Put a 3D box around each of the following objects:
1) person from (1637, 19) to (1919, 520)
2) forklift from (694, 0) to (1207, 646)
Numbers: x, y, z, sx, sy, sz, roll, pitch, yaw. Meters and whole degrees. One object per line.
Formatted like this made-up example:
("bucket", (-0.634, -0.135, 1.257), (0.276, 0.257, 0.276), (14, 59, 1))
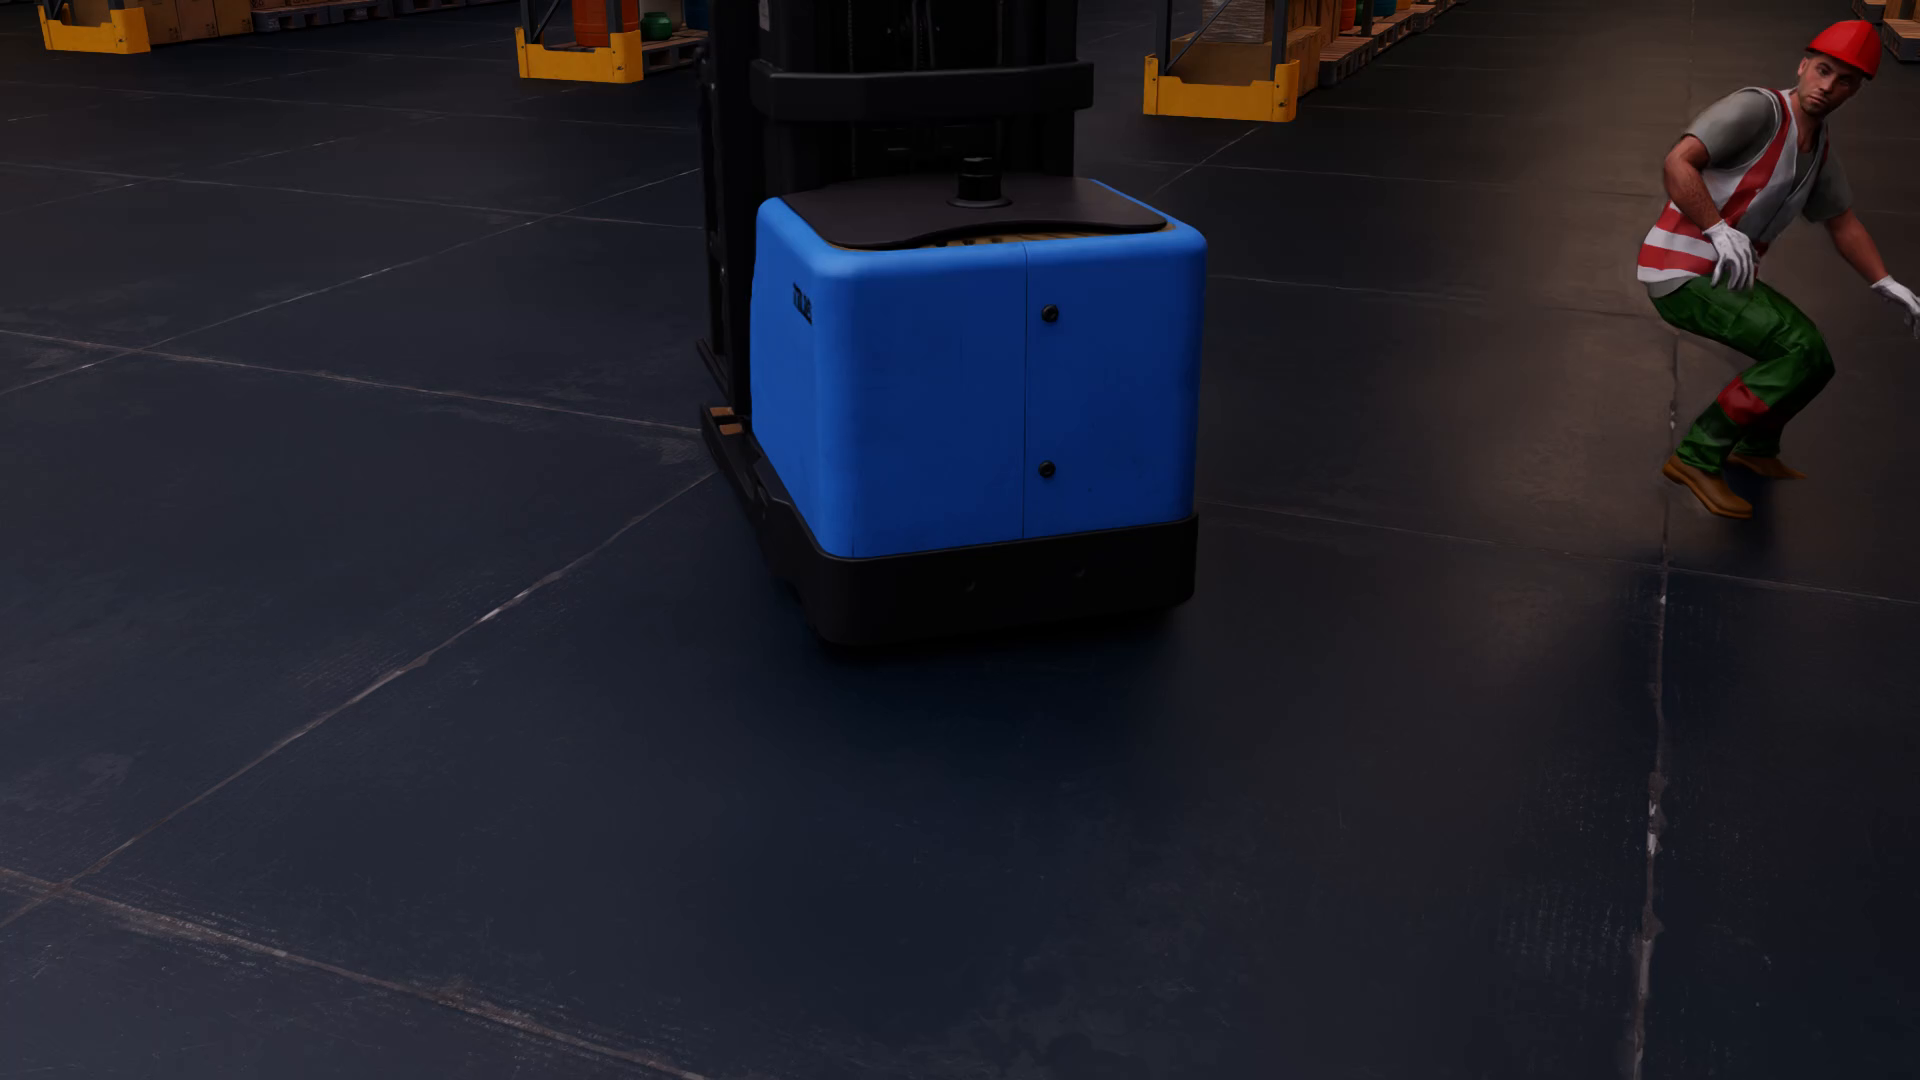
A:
("person", (2.513, -0.799, 5.117), (0.887, 1.545, 0.709), (-20, 30, -39))
("forklift", (-0.277, -1.620, 5.168), (1.130, 2.935, 3.031), (-7, 24, -16))
